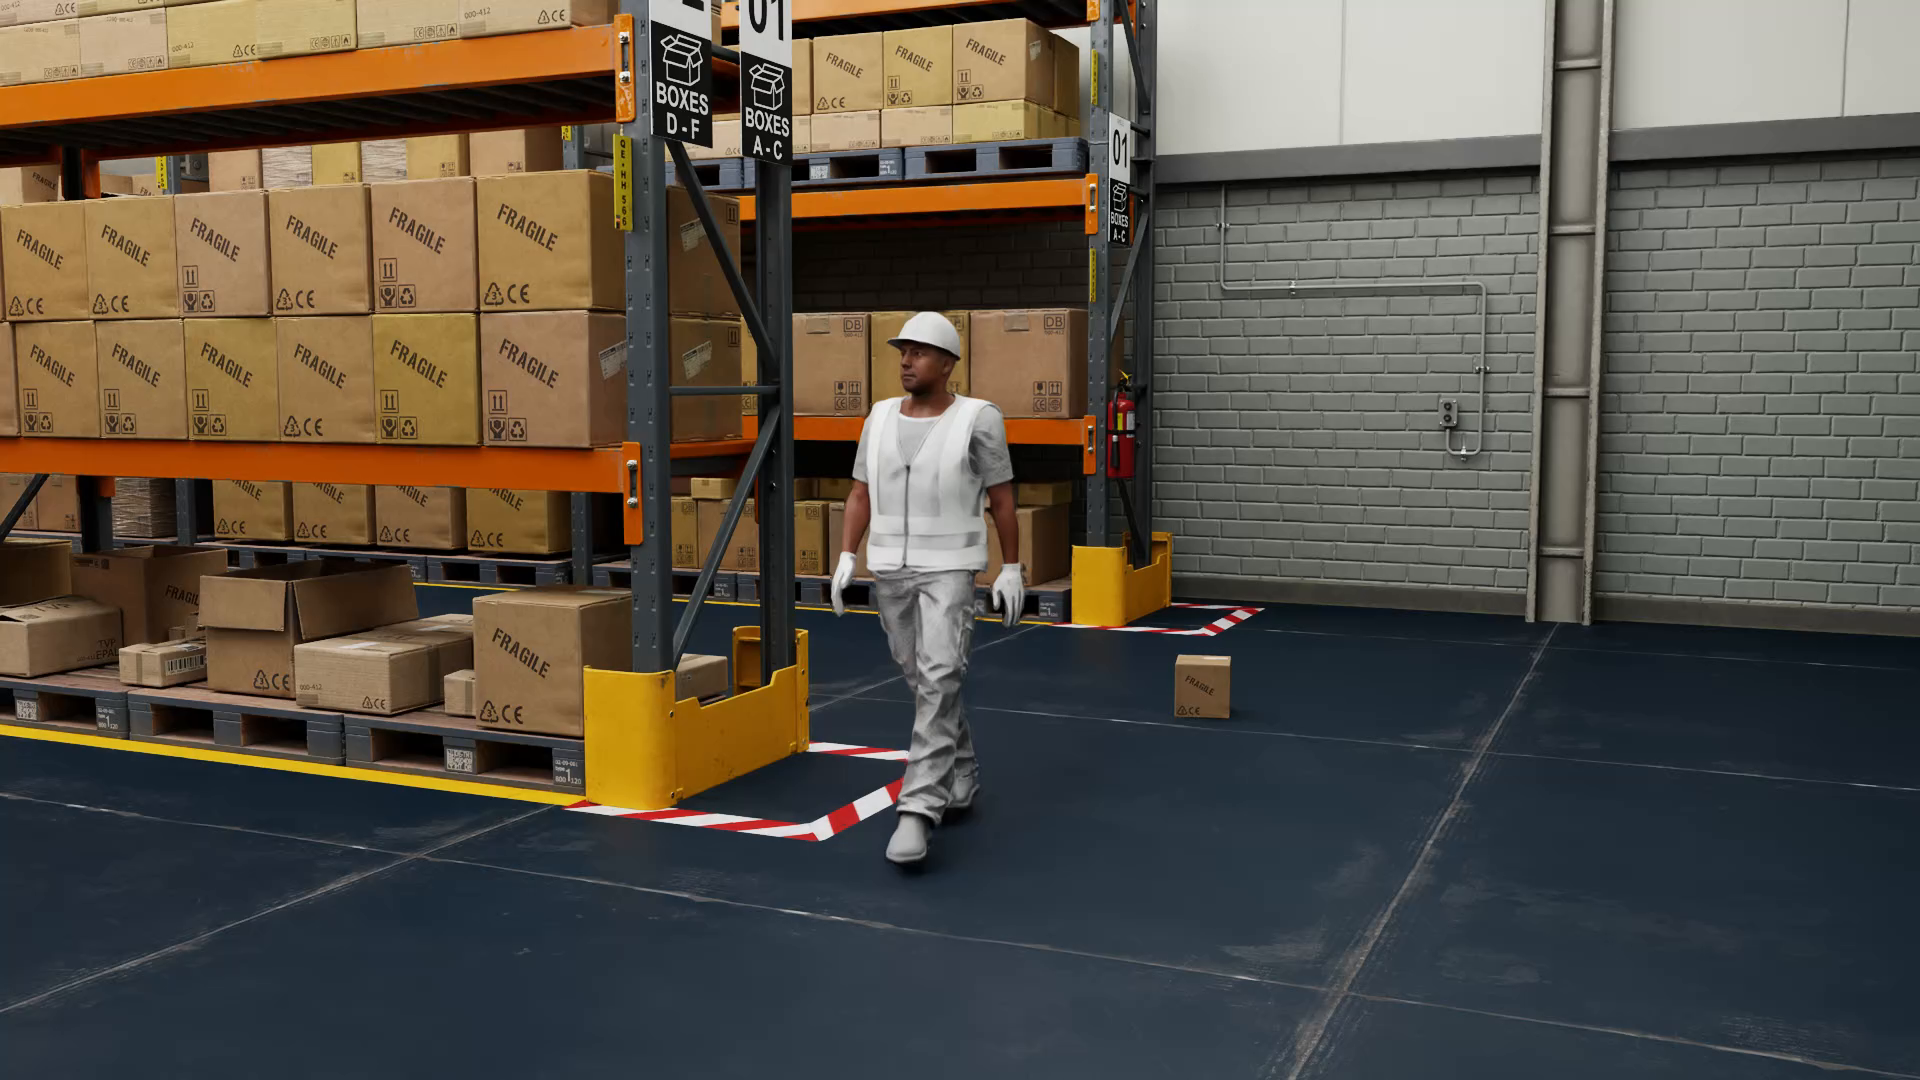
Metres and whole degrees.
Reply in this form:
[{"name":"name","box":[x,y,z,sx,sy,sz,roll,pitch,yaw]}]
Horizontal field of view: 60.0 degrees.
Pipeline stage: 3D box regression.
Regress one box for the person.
[{"name":"person","box":[-0.153,0.104,5.579,0.604,1.735,0.941,3,6,27]}]
